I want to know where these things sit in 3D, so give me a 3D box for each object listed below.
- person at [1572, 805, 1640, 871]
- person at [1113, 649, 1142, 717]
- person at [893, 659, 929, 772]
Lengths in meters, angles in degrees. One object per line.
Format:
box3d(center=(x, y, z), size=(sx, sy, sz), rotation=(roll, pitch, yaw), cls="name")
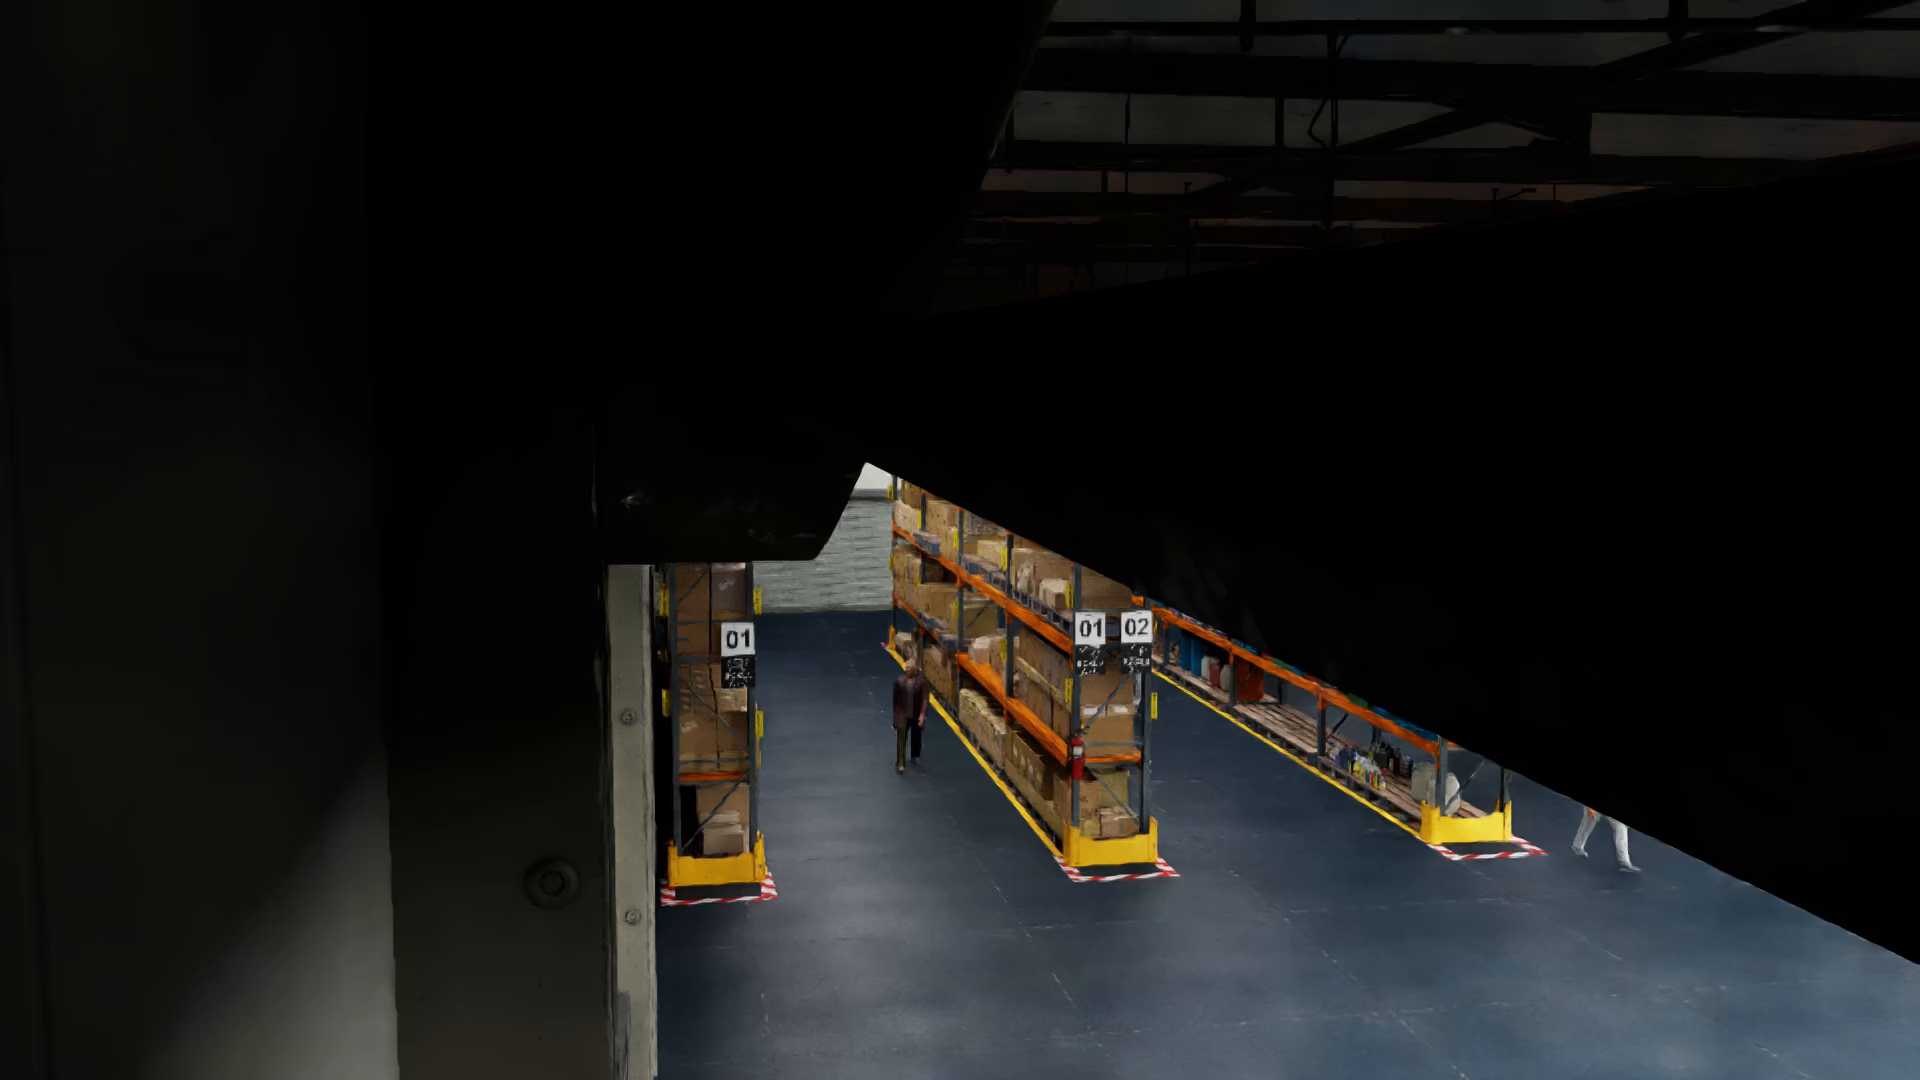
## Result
box3d(center=(8.065, 3.285, 20.808), size=(0.497, 1.583, 1.090), rotation=(-1, 6, -8), cls="person")
box3d(center=(3.052, 2.295, 29.430), size=(0.677, 1.742, 0.552), rotation=(-1, 6, -12), cls="person")
box3d(center=(-0.758, 2.687, 25.693), size=(0.573, 1.716, 1.103), rotation=(0, 6, -1), cls="person")
